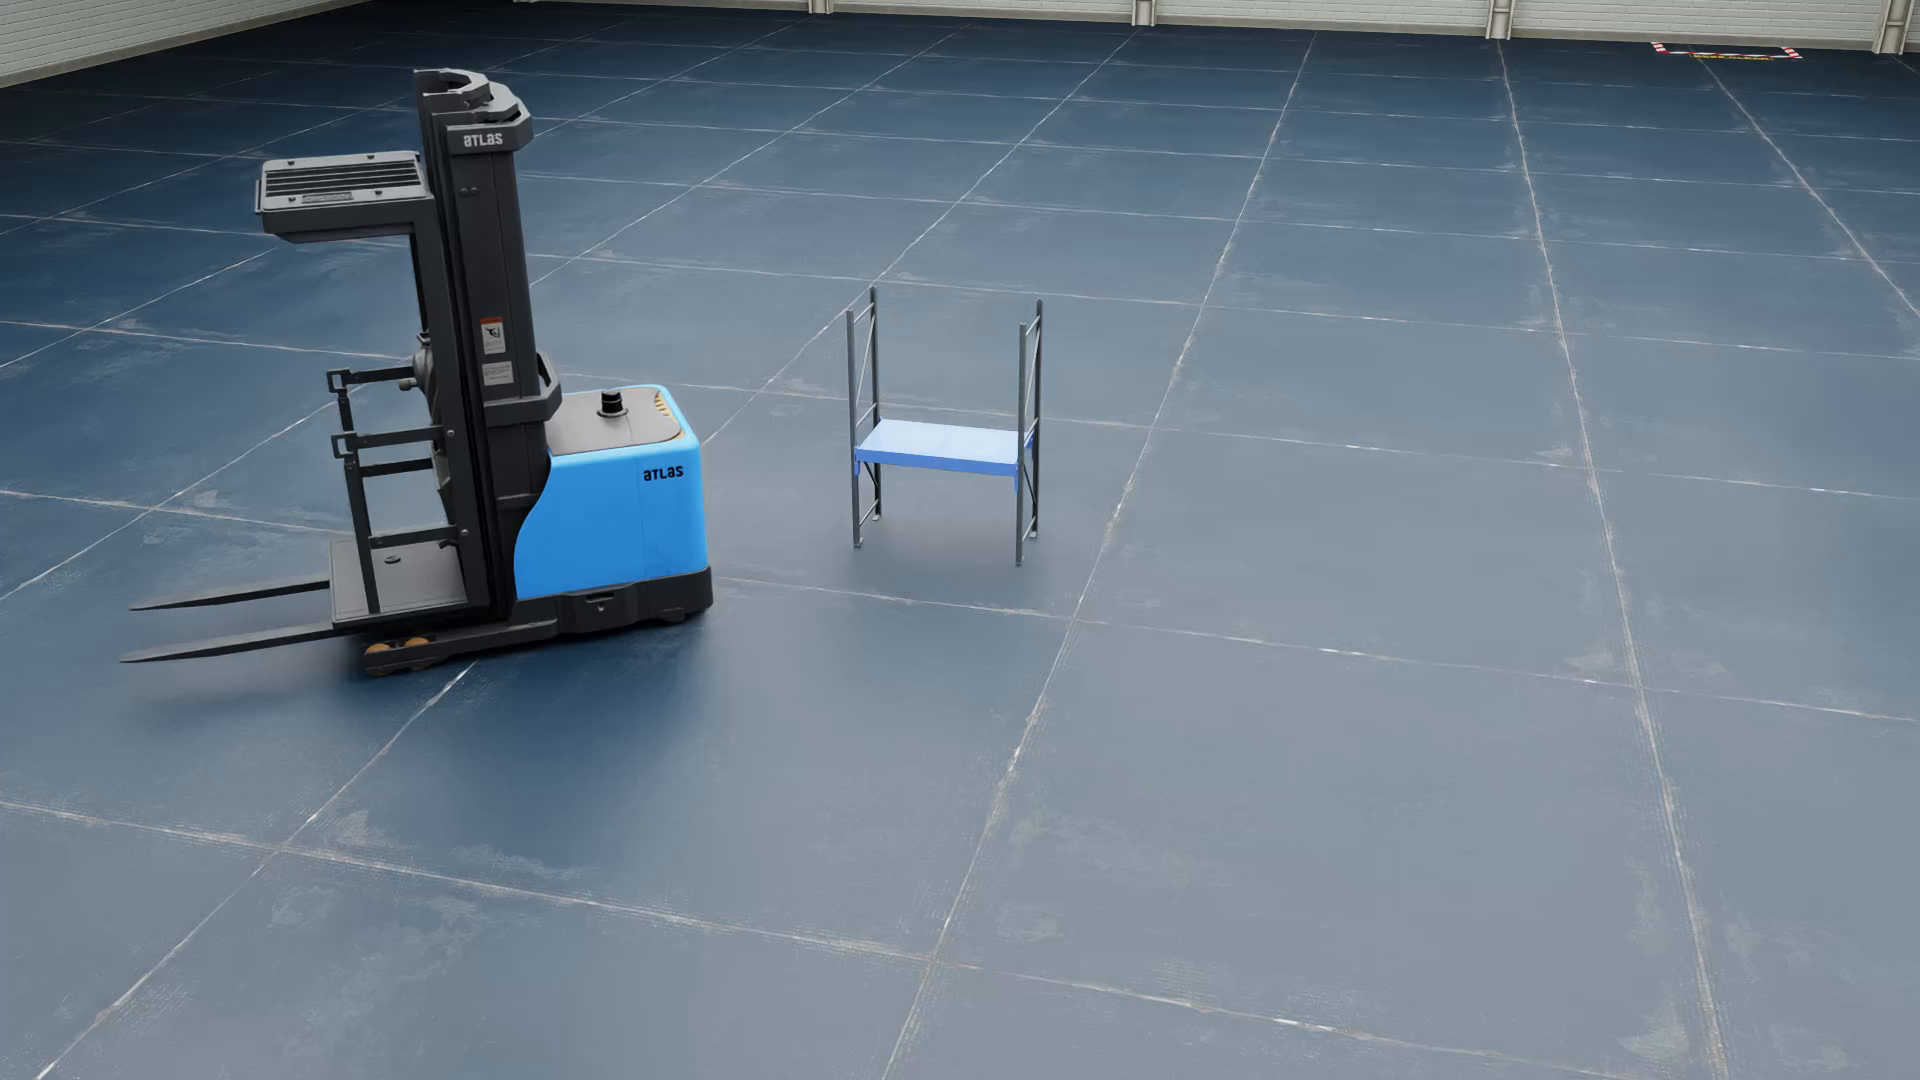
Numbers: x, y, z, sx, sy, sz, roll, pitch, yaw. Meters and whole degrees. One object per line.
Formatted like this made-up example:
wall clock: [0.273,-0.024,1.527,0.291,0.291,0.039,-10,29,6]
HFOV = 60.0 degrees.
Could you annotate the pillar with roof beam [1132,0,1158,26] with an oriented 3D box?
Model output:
pillar with roof beam: [2.181,-11.383,23.691,0.400,9.000,9.100,6,26,13]

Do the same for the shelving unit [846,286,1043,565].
shelving unit: [-0.083,-0.686,9.947,1.048,1.500,0.538,6,26,13]

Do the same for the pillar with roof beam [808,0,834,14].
pillar with roof beam: [-3.630,-12.025,25.040,0.400,9.000,9.100,6,26,13]

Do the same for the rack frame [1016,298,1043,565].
rack frame: [0.410,-0.632,9.832,0.032,1.500,0.500,6,26,13]

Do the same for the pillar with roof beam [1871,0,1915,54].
pillar with roof beam: [13.803,-10.098,20.993,0.400,9.000,9.100,6,26,13]

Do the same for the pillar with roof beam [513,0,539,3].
pillar with roof beam: [-9.441,-12.668,26.389,0.400,9.000,9.100,6,26,13]

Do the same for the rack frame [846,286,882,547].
rack frame: [-0.575,-0.741,10.061,0.032,1.500,0.500,6,26,13]

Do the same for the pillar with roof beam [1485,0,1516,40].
pillar with roof beam: [7.992,-10.741,22.342,0.400,9.000,9.100,6,26,13]

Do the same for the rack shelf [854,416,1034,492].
rack shelf: [-0.083,-0.524,10.024,1.000,0.185,0.538,6,26,13]

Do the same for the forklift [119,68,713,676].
forklift: [-2.960,-0.864,8.655,3.031,2.935,1.130,-9,27,-18]
